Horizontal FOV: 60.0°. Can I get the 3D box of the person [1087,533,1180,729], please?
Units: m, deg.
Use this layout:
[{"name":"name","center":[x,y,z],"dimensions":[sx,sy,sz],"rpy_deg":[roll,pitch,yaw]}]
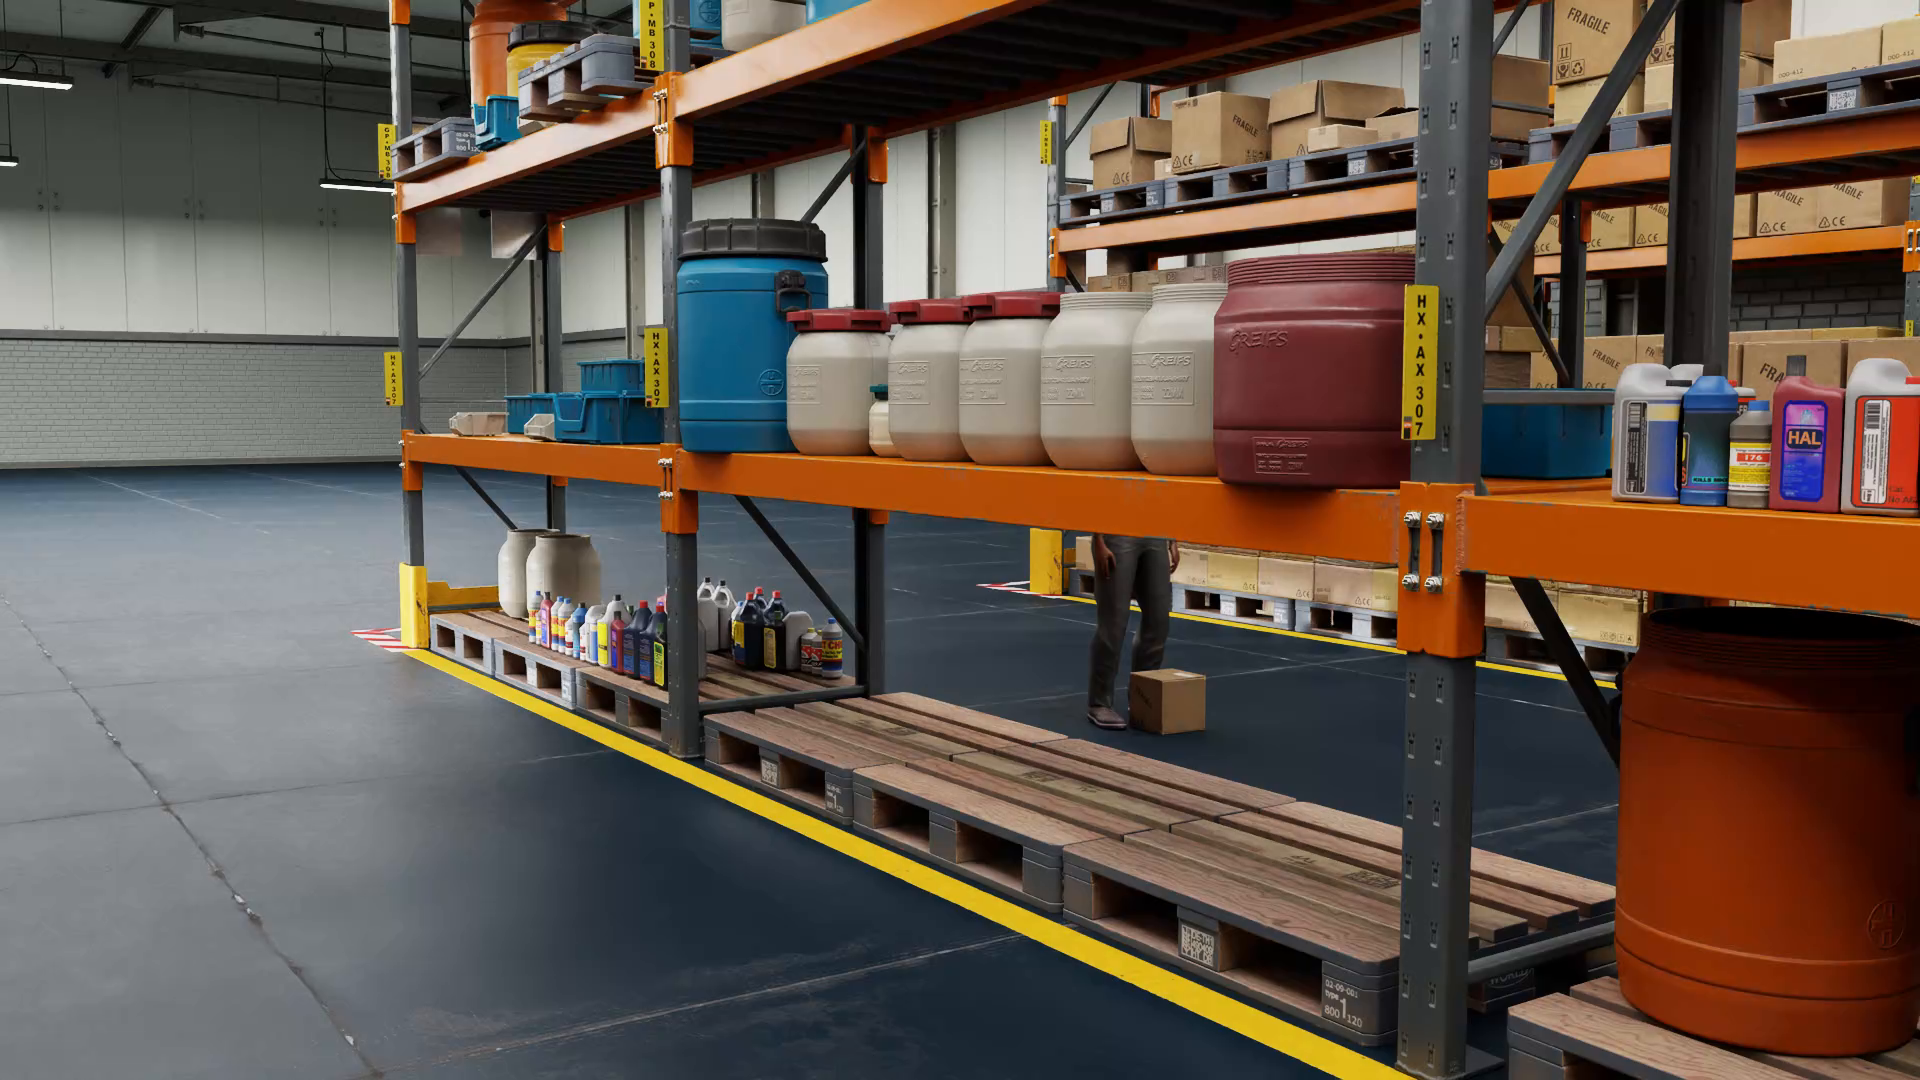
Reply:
[{"name":"person","center":[0.813,0.027,7.784],"dimensions":[0.505,1.655,0.347],"rpy_deg":[-3,6,-33]}]
